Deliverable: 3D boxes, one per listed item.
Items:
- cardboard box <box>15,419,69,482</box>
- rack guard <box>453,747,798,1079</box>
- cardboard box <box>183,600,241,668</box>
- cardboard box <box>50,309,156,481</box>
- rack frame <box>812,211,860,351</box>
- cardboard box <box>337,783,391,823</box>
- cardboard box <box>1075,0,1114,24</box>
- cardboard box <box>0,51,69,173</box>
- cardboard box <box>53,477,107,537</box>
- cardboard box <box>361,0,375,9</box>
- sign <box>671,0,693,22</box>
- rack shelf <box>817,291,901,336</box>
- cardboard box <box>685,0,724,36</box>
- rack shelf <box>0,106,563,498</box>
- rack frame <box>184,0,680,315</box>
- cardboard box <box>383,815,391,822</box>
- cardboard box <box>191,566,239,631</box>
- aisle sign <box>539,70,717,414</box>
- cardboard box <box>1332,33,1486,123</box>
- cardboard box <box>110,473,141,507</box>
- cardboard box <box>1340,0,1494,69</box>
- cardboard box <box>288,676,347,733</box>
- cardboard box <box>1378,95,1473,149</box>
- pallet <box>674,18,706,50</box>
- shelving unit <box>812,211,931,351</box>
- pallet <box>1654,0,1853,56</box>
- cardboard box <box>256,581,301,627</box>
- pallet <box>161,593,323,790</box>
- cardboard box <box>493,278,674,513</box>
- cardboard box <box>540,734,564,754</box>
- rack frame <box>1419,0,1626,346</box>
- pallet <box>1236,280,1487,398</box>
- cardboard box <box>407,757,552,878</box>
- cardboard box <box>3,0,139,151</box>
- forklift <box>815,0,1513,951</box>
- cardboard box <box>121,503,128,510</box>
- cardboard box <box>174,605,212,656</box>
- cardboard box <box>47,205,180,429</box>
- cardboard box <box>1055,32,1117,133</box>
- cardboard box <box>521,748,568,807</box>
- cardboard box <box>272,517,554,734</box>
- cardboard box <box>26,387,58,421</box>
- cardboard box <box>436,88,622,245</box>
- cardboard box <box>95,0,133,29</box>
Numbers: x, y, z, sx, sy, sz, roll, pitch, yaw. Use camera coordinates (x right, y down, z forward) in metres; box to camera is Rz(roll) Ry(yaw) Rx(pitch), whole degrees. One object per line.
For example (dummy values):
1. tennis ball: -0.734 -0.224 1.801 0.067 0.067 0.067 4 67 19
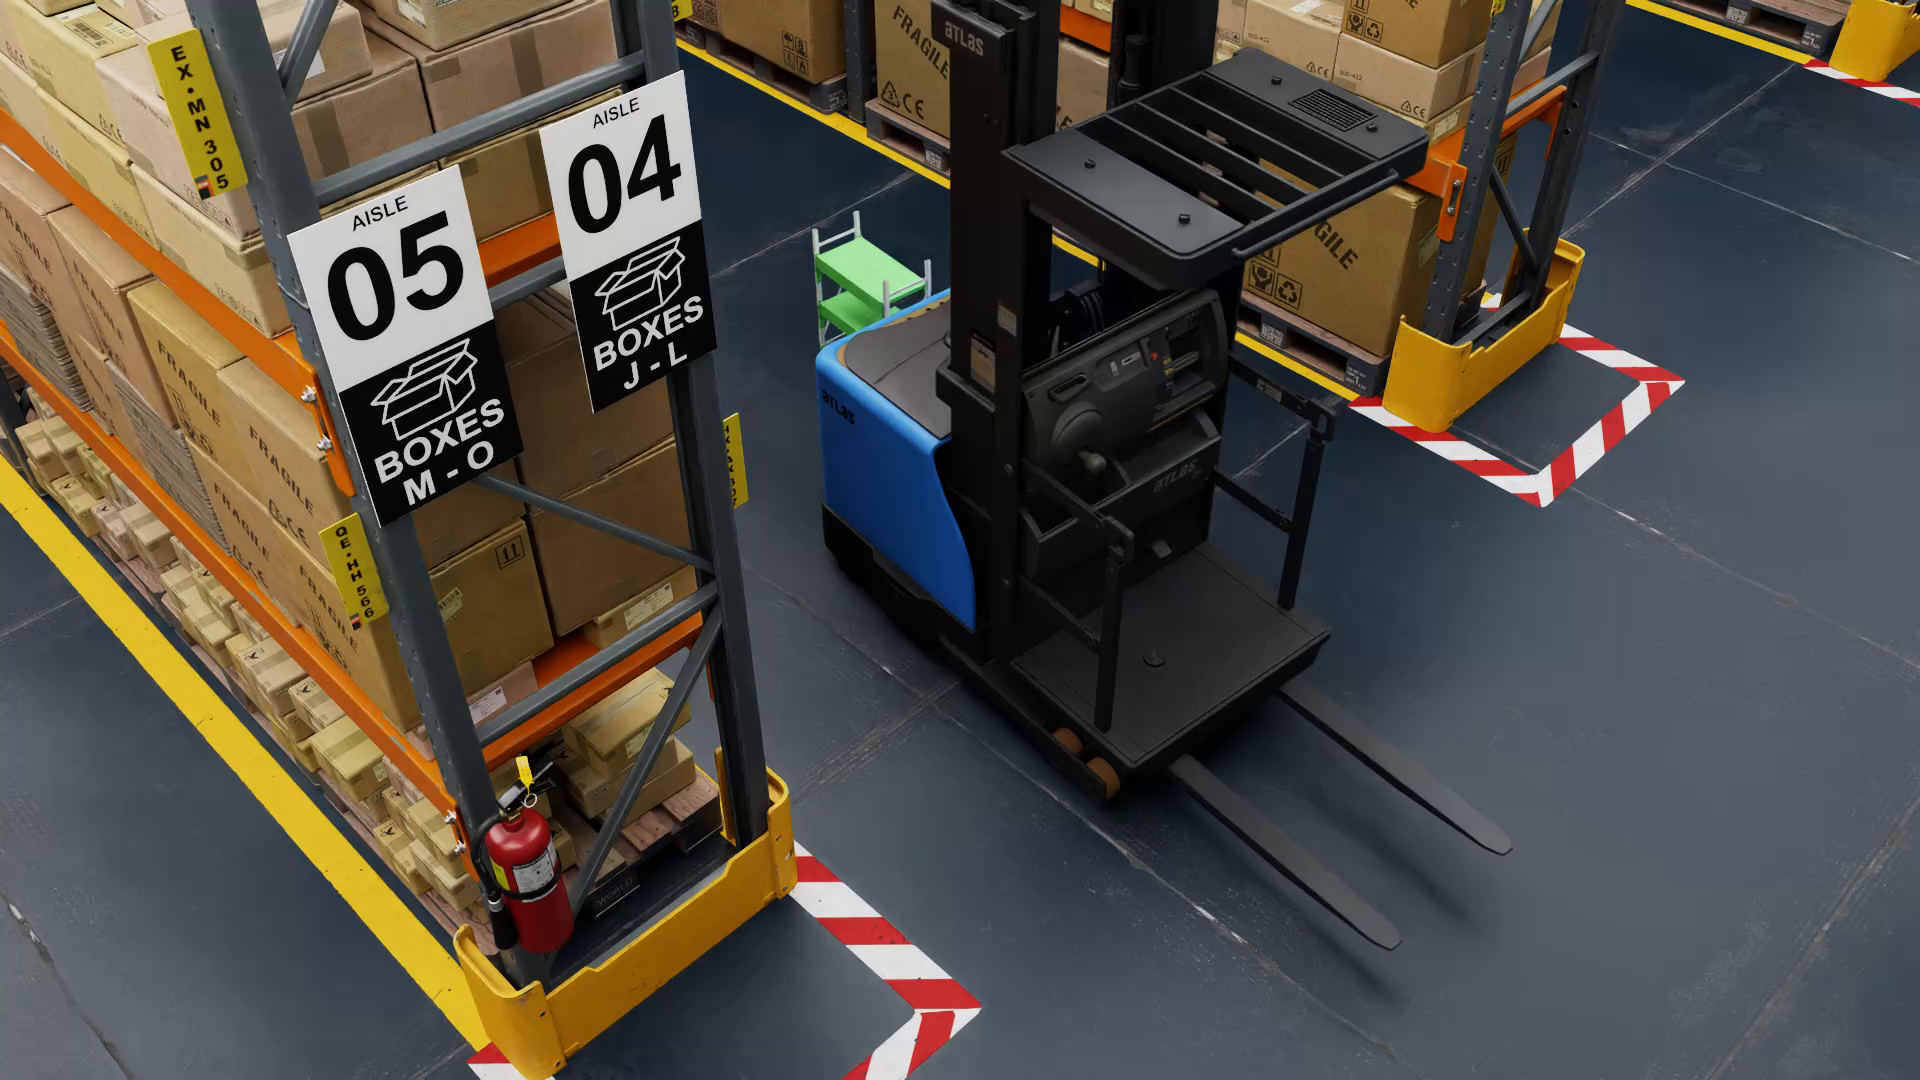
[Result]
1. cardboard box: -3.838 -0.447 7.213 0.380 0.149 0.250 -32 51 -30
2. rack guard: -1.096 1.246 5.651 1.175 0.500 0.348 -34 53 -31
3. cardboard box: -2.742 0.288 6.417 0.380 0.149 0.250 -34 52 -31
4. cardboard box: -2.611 -0.608 5.522 0.500 0.500 0.500 -31 51 -29
5. rack frame: -0.529 -0.916 7.475 0.240 1.200 0.015 -29 50 -28
6. cardboard box: -1.985 0.782 5.883 0.250 0.149 0.380 32 52 30
7. cardboard box: 0.791 -2.744 8.312 0.250 0.149 0.380 33 52 30
8. cardboard box: -2.257 -1.261 4.422 0.500 0.250 0.500 -32 51 -30
9. cardboard box: -3.649 -0.208 7.174 0.380 0.149 0.250 -33 52 -30
10. cardboard box: -1.277 -1.408 3.919 0.380 0.149 0.250 -32 51 -30
11. sign: -0.658 -1.319 3.730 0.100 0.325 0.005 -34 53 -31
12. rack shelf: -0.373 -0.918 7.217 0.258 0.148 0.480 -29 50 -28
13. cardboard box: -1.382 -3.987 10.728 0.875 0.875 1.225 32 52 30
14. rack shelf: -2.455 -1.434 5.029 1.077 0.370 4.000 -34 53 -31
15. rack frame: -1.042 -1.839 2.727 1.000 3.000 0.127 -34 53 -31
16. cardboard box: -1.940 0.861 6.017 0.250 0.149 0.380 34 52 31
17. cardboard box: -2.685 0.144 6.354 0.380 0.149 0.250 -34 52 -31
18. aisle sign: -0.778 -0.699 3.998 0.394 0.787 0.004 -34 53 -31
19. cardboard box: 2.011 -2.124 7.347 0.500 0.250 0.500 33 52 31
20. cardboard box: -3.204 -0.246 6.776 0.250 0.149 0.380 33 52 30
21. cardboard box: 2.011 -2.402 7.096 0.500 0.500 0.500 -33 52 -31
22. cardboard box: -2.143 0.539 5.927 0.250 0.149 0.380 32 52 30
23. cardboard box: 2.056 -1.886 7.383 0.380 0.149 0.250 -33 52 -31
24. pallet: -1.748 -3.783 11.306 1.003 0.211 1.213 -34 53 -31
25. shelving unit: -0.373 -0.789 7.337 0.258 1.200 0.503 -29 50 -28
26. pallet: 5.493 -3.729 11.247 1.003 0.211 1.213 -34 53 -31
27. cardboard box: -2.006 0.073 5.263 0.380 0.149 0.250 -33 52 -30
28. pallet: -2.502 0.358 6.824 1.003 0.211 1.213 -34 53 -31
29. cardboard box: -1.171 -0.492 4.660 0.500 0.500 0.500 34 52 31
30. cardboard box: -1.384 0.614 6.064 0.250 0.149 0.380 34 52 31
31. rack frame: 2.541 -1.964 7.283 1.000 3.000 0.127 -34 53 -31
32. pallet: 1.921 -1.287 8.605 1.003 0.211 1.213 -34 53 -31
33. cardboard box: -1.595 0.906 5.530 0.380 0.149 0.250 -33 52 -31
34. cardboard box: -1.910 -1.211 3.999 0.500 0.250 0.500 33 52 30
35. forklift: 0.732 -0.477 5.724 1.130 2.935 3.031 -29 50 -28
36. cardboard box: -3.209 -0.137 6.878 0.250 0.149 0.380 32 51 30
37. cardboard box: -2.892 0.268 6.658 0.250 0.149 0.380 33 52 30
38. cardboard box: -2.273 -0.739 4.927 0.500 0.500 0.500 -31 51 -29
39. cardboard box: 0.761 -2.472 9.089 0.875 0.875 0.875 -34 53 -31
40. cardboard box: -1.428 0.765 6.120 0.250 0.149 0.380 34 53 31
41. cardboard box: -1.542 0.126 4.728 0.500 0.500 0.500 -33 52 -31
42. cardboard box: -3.770 -0.619 7.180 0.380 0.149 0.250 -32 51 -30
43. cardboard box: -1.178 -1.021 4.162 0.500 0.250 0.500 -32 52 -30
44. cardboard box: -1.772 -1.320 3.824 0.250 0.149 0.380 33 52 30
